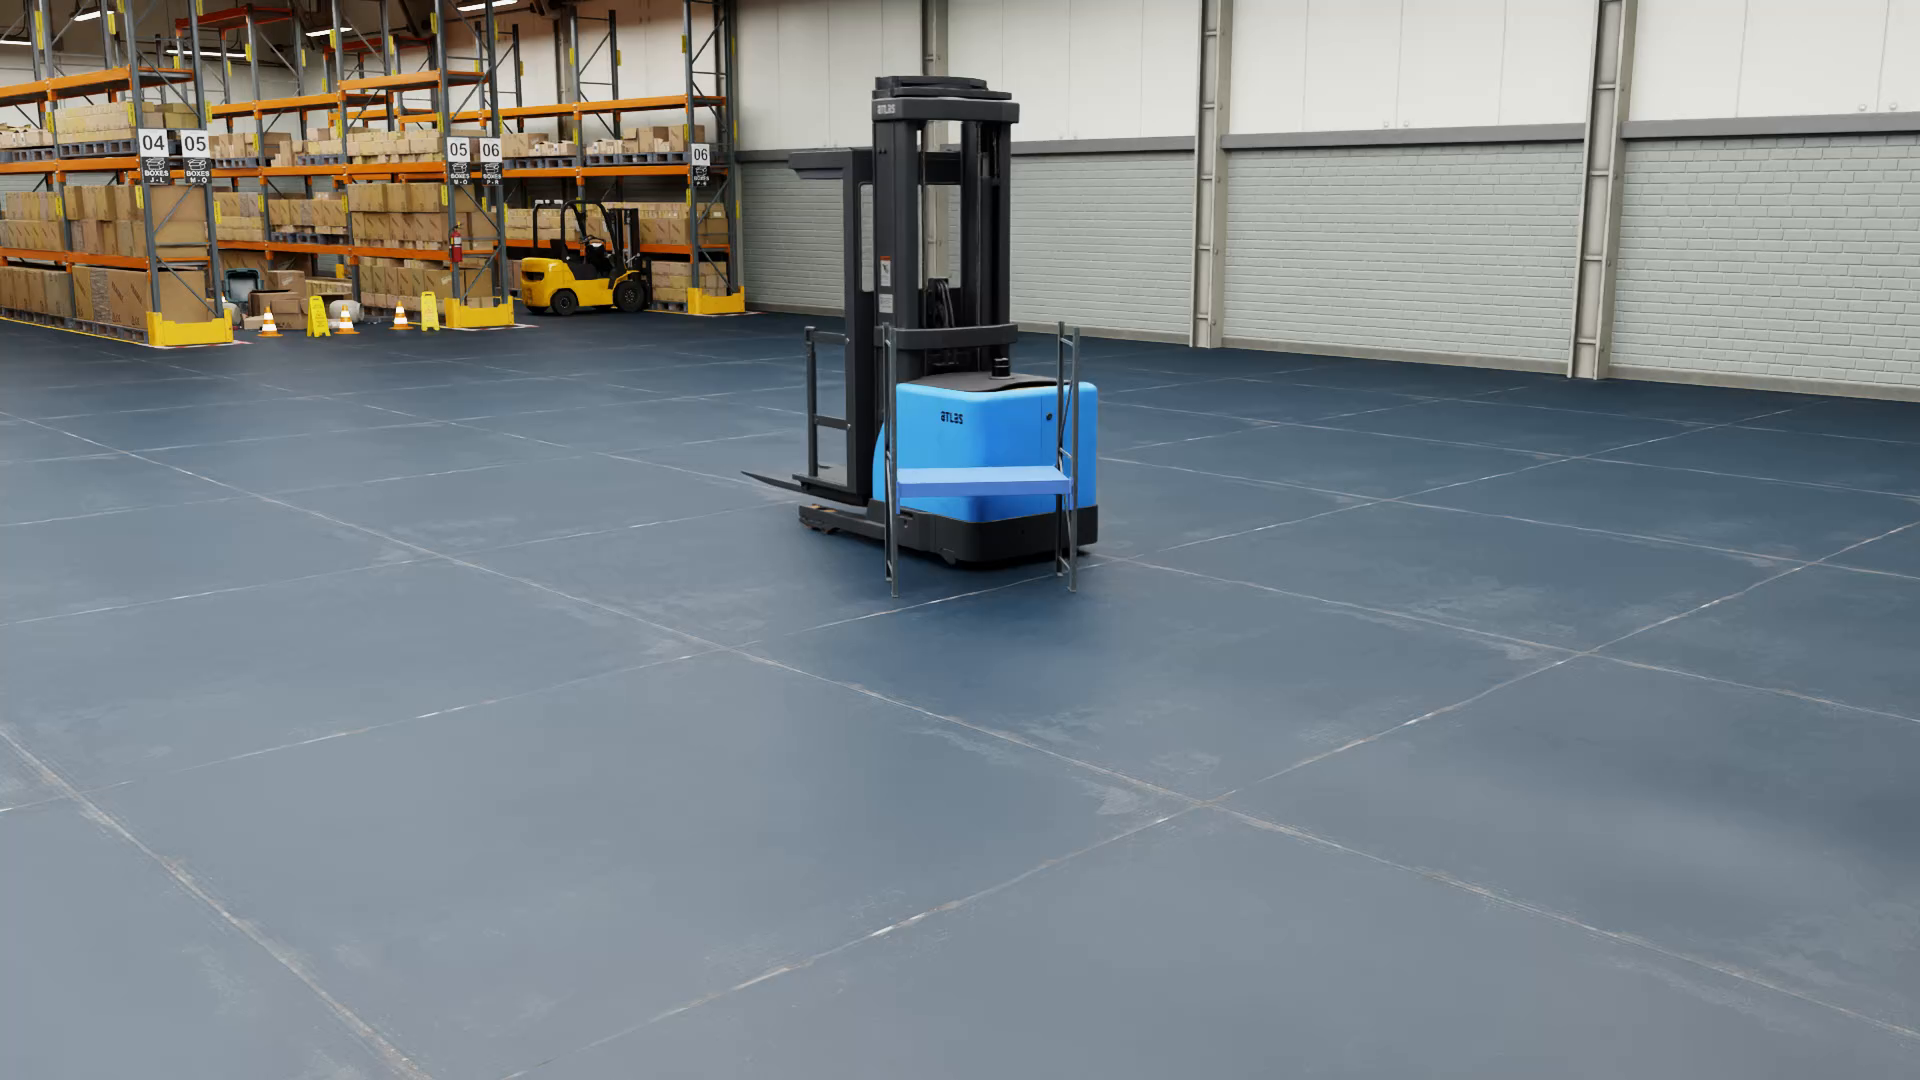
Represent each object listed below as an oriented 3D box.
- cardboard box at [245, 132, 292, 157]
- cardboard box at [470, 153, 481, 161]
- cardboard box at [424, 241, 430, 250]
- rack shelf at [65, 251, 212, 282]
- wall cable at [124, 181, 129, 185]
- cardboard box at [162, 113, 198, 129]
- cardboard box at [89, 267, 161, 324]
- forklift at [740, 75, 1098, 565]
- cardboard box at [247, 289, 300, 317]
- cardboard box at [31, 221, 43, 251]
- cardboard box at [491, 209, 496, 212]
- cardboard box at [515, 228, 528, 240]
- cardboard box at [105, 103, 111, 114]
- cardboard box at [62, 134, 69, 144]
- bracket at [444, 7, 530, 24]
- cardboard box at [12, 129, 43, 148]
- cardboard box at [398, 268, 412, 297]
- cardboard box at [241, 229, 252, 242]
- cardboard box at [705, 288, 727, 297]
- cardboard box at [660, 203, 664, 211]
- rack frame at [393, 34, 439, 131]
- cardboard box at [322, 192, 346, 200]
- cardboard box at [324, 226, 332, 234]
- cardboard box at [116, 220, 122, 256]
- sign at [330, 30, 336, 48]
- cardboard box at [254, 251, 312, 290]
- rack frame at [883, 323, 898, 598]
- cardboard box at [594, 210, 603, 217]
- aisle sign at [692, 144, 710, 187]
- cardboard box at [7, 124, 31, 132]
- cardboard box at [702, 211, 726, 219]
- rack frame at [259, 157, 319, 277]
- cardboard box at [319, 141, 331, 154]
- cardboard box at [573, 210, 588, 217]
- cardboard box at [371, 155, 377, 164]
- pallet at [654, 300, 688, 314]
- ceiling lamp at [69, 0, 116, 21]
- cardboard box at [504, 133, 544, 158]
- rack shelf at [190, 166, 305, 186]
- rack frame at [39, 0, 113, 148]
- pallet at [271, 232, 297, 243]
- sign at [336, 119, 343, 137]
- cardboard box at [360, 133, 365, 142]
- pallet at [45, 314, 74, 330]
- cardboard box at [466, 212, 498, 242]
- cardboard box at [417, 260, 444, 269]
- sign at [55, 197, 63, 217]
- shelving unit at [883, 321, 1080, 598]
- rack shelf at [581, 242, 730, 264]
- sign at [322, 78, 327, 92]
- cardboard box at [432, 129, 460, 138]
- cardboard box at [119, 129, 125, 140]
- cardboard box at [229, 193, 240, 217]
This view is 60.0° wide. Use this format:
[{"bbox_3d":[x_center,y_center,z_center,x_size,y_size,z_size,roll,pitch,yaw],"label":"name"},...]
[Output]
[{"bbox_3d":[-14.239,-8.137,34.244,0.637,0.503,0.797,11,16,42],"label":"cardboard box"},{"bbox_3d":[-8.339,-6.650,28.945,0.380,0.149,0.250,-11,16,-42],"label":"cardboard box"},{"bbox_3d":[-9.174,-5.174,29.213,0.380,0.149,0.250,-11,16,-44],"label":"cardboard box"},{"bbox_3d":[-13.236,-4.445,26.837,1.077,0.370,4.000,-11,16,-43],"label":"rack shelf"},{"bbox_3d":[-22.287,-9.062,44.945,0.588,1.984,0.122,-11,16,-43],"label":"wall cable"},{"bbox_3d":[-12.003,-6.408,25.493,0.500,0.250,0.500,-11,16,-43],"label":"cardboard box"},{"bbox_3d":[-13.608,-4.022,27.224,0.875,0.875,0.875,-11,16,-42],"label":"cardboard box"},{"bbox_3d":[-0.435,-1.531,11.077,1.130,2.935,3.031,-9,15,-37],"label":"forklift"},{"bbox_3d":[-12.041,-4.093,29.194,0.797,0.637,0.503,-11,16,-43],"label":"cardboard box"},{"bbox_3d":[-15.869,-5.325,29.076,0.500,0.500,0.500,-11,16,-42],"label":"cardboard box"},{"bbox_3d":[-10.275,-7.349,37.294,0.380,0.149,0.250,-10,15,-41],"label":"cardboard box"},{"bbox_3d":[-9.448,-6.749,36.610,0.500,0.250,0.500,11,16,43],"label":"cardboard box"},{"bbox_3d":[-12.861,-6.611,25.488,0.380,0.149,0.250,-11,16,-42],"label":"cardboard box"},{"bbox_3d":[-14.432,-6.552,27.181,0.380,0.149,0.250,-11,16,-42],"label":"cardboard box"},{"bbox_3d":[-11.052,-12.094,38.391,0.076,0.066,4.783,-11,16,-43],"label":"bracket"},{"bbox_3d":[-16.338,-7.069,29.288,0.500,0.311,0.500,-11,16,-44],"label":"cardboard box"},{"bbox_3d":[-9.793,-4.667,30.048,0.500,0.500,0.500,11,16,44],"label":"cardboard box"},{"bbox_3d":[-14.771,-6.414,34.983,0.500,0.250,0.500,-11,16,-42],"label":"cardboard box"},{"bbox_3d":[-4.955,-4.860,32.843,0.500,0.250,0.500,-11,16,-42],"label":"cardboard box"},{"bbox_3d":[-5.668,-6.551,32.680,0.380,0.149,0.250,-11,16,-42],"label":"cardboard box"},{"bbox_3d":[-13.044,-10.592,40.022,1.000,3.000,0.127,-11,16,-43],"label":"rack frame"},{"bbox_3d":[-12.075,-6.647,32.107,0.250,0.149,0.380,11,16,43],"label":"cardboard box"},{"bbox_3d":[-12.035,-5.987,32.119,0.380,0.149,0.250,-11,16,-43],"label":"cardboard box"},{"bbox_3d":[-12.836,-4.803,26.421,0.875,0.550,0.550,-11,16,-43],"label":"cardboard box"},{"bbox_3d":[-11.504,-9.189,30.506,0.100,0.325,0.005,-11,16,-43],"label":"sign"},{"bbox_3d":[-14.286,-5.655,35.152,0.875,0.875,0.875,-11,16,-43],"label":"cardboard box"},{"bbox_3d":[-0.394,-0.461,9.432,0.032,1.500,0.500,-1,12,-7],"label":"rack frame"},{"bbox_3d":[-7.310,-6.732,34.299,0.380,0.149,0.250,-10,16,-41],"label":"cardboard box"},{"bbox_3d":[-4.924,-7.125,31.620,0.394,0.787,0.004,-11,16,-43],"label":"aisle sign"},{"bbox_3d":[-17.816,-7.739,31.463,0.396,0.266,0.258,-11,16,-43],"label":"cardboard box"},{"bbox_3d":[-4.804,-6.355,32.468,0.250,0.149,0.380,11,16,44],"label":"cardboard box"},{"bbox_3d":[-13.869,-6.378,34.434,1.000,3.000,0.127,-11,16,-43],"label":"rack frame"},{"bbox_3d":[-11.961,-7.535,31.949,0.500,0.250,0.500,-11,16,-42],"label":"cardboard box"},{"bbox_3d":[-7.916,-6.872,34.977,0.380,0.149,0.250,-10,15,-41],"label":"cardboard box"},{"bbox_3d":[-10.534,-6.952,30.409,0.380,0.149,0.250,-10,15,-41],"label":"cardboard box"},{"bbox_3d":[-5.316,-4.643,32.922,1.003,0.211,1.213,-11,16,-43],"label":"pallet"},{"bbox_3d":[-17.635,-12.333,34.005,0.800,3.185,2.000,-11,16,-43],"label":"ceiling lamp"},{"bbox_3d":[-9.537,-8.643,36.461,0.700,0.500,0.500,-11,16,-44],"label":"cardboard box"},{"bbox_3d":[-15.251,-7.787,35.621,1.077,0.370,4.000,-11,16,-43],"label":"rack shelf"},{"bbox_3d":[-14.617,-8.028,27.576,1.000,3.000,0.127,-11,16,-43],"label":"rack frame"},{"bbox_3d":[-13.300,-6.195,34.021,1.213,0.211,1.003,-11,16,-43],"label":"pallet"},{"bbox_3d":[-11.506,-7.631,30.828,0.100,0.325,0.005,-11,16,-43],"label":"sign"},{"bbox_3d":[-10.749,-7.366,30.442,0.250,0.149,0.380,11,16,43],"label":"cardboard box"},{"bbox_3d":[-15.205,-3.826,28.958,1.003,0.211,1.213,-11,16,-43],"label":"pallet"},{"bbox_3d":[-8.471,-5.513,29.250,0.500,0.500,0.500,-11,16,-43],"label":"cardboard box"},{"bbox_3d":[-9.389,-4.879,29.467,0.380,0.149,0.250,-10,15,-41],"label":"cardboard box"},{"bbox_3d":[-15.003,-5.541,27.698,0.100,0.325,0.005,-11,16,-43],"label":"sign"},{"bbox_3d":[0.110,-0.474,9.494,1.048,1.500,0.538,-1,12,-7],"label":"shelving unit"},{"bbox_3d":[-6.138,-5.842,33.617,1.077,0.370,4.000,-11,16,-43],"label":"rack shelf"},{"bbox_3d":[-16.199,-11.597,42.387,0.100,0.325,0.005,-11,16,-43],"label":"sign"},{"bbox_3d":[-8.792,-6.955,28.449,0.380,0.149,0.250,-11,16,-42],"label":"cardboard box"},{"bbox_3d":[-12.503,-6.145,25.203,0.380,0.149,0.250,-11,16,-42],"label":"cardboard box"},{"bbox_3d":[-15.114,-7.103,35.227,0.500,0.500,0.500,-11,16,-43],"label":"cardboard box"}]
